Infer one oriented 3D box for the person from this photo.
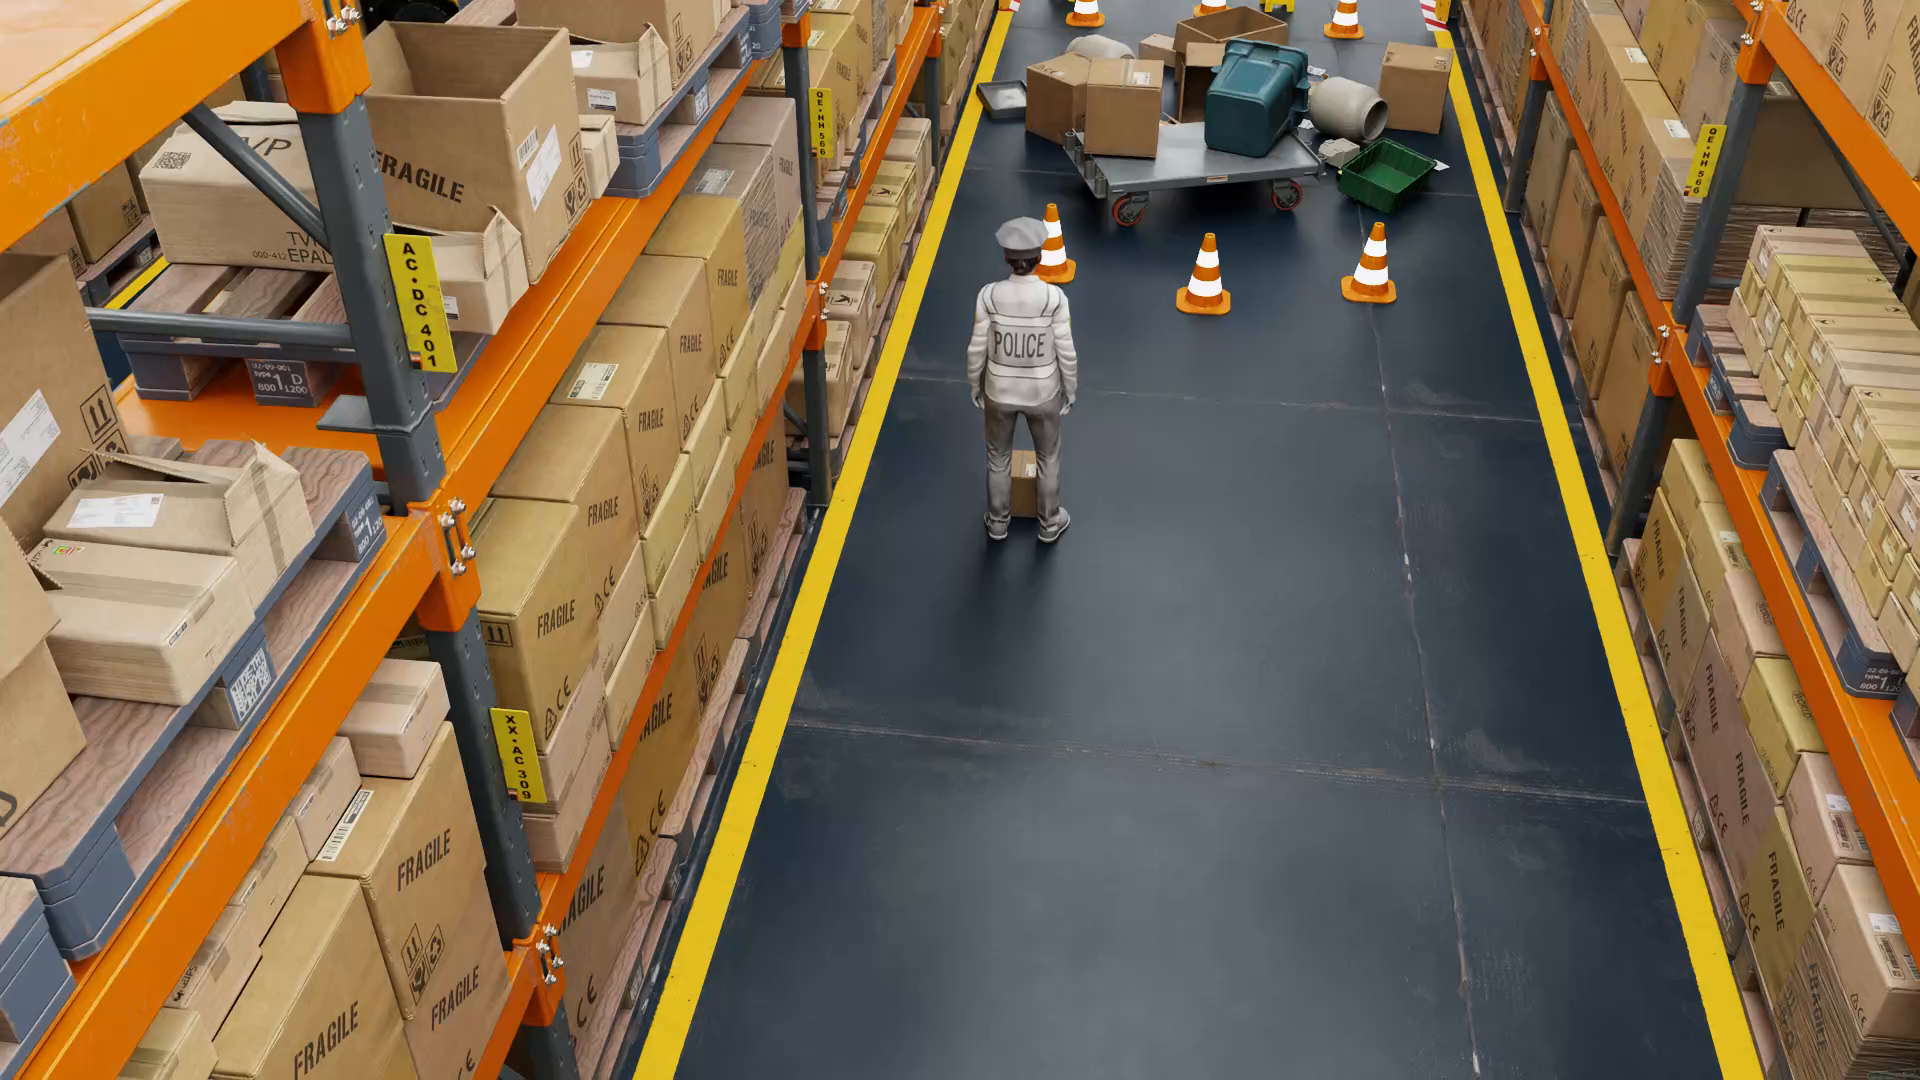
[{"bbox_3d":[0.298,-0.720,8.013,0.529,1.663,0.371,5,37,6],"label":"person"}]
